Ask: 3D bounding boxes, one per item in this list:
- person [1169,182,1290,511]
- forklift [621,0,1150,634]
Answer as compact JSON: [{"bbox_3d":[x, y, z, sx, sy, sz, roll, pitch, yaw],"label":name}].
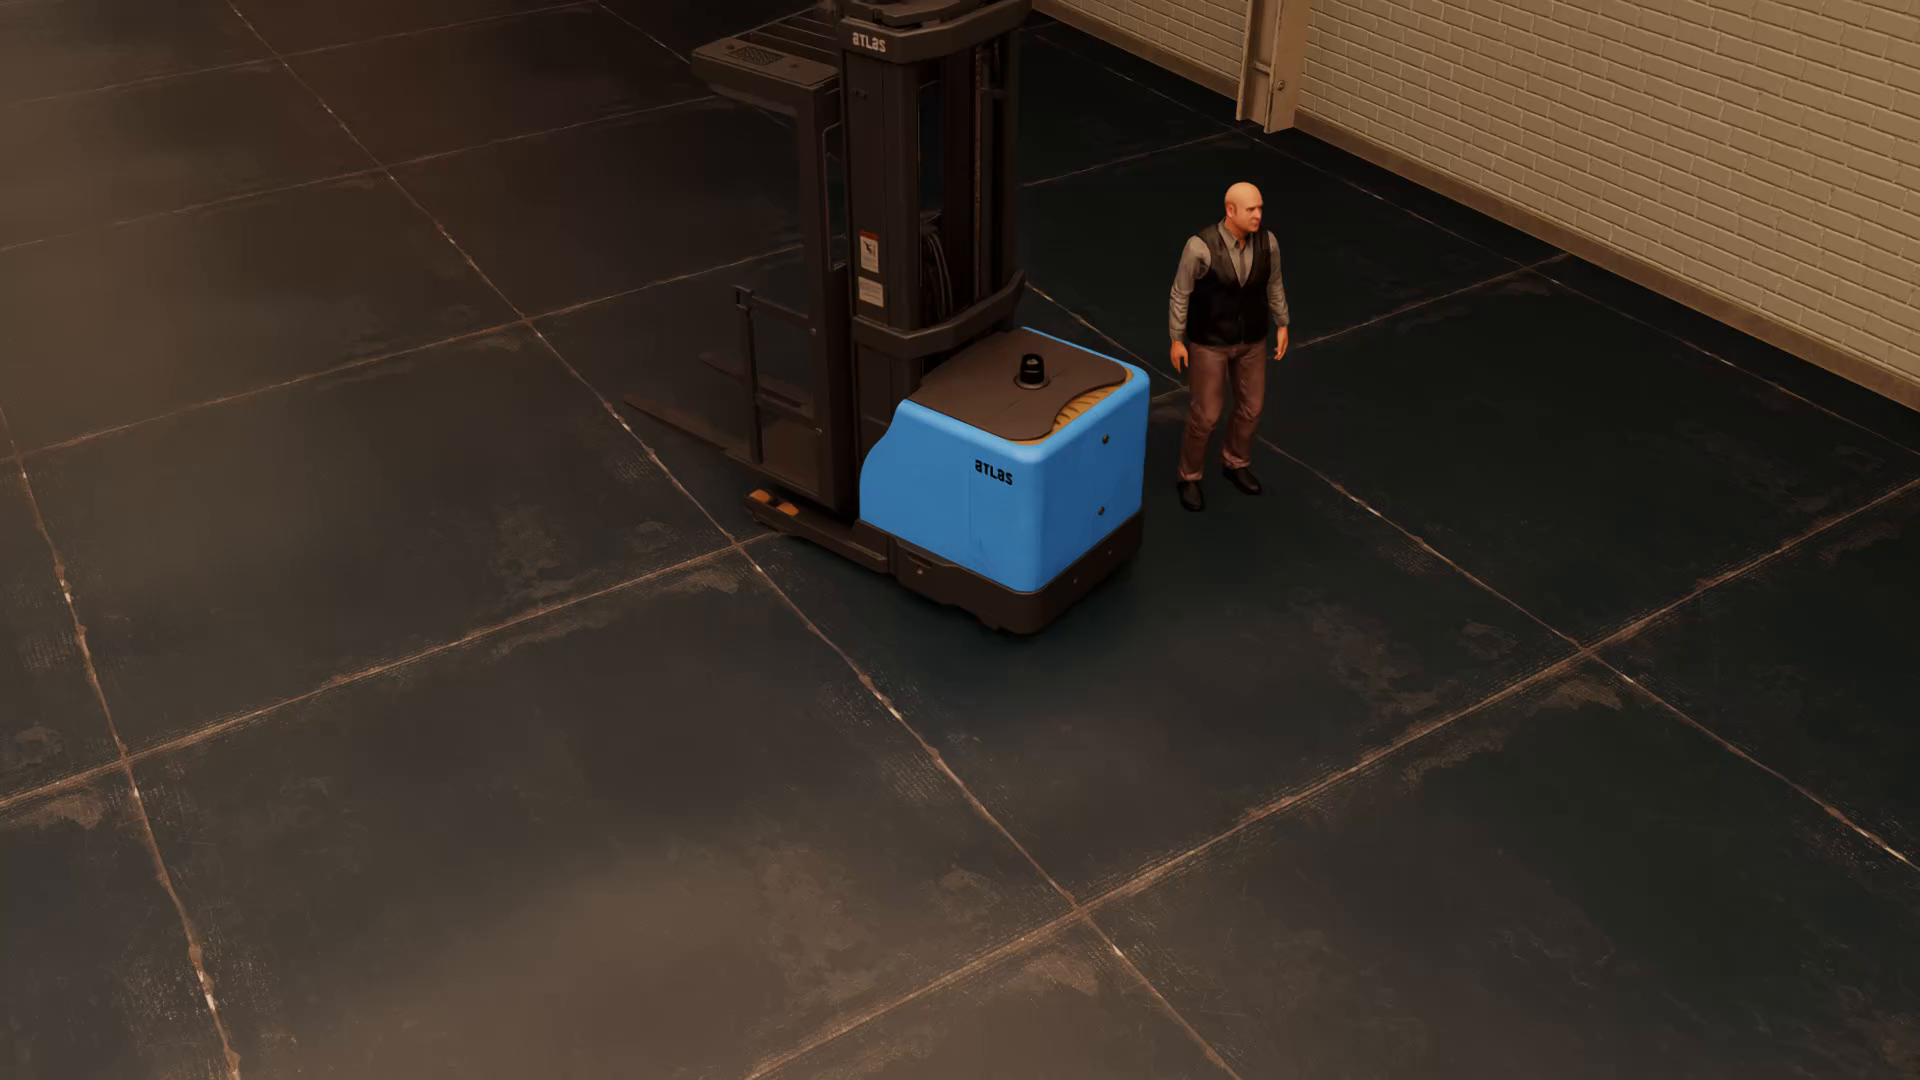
[{"bbox_3d":[1.411,-1.020,8.653,0.663,1.721,0.474,-12,37,-16],"label":"person"},{"bbox_3d":[-0.539,-1.441,8.198,3.031,2.935,1.130,24,42,30],"label":"forklift"}]
